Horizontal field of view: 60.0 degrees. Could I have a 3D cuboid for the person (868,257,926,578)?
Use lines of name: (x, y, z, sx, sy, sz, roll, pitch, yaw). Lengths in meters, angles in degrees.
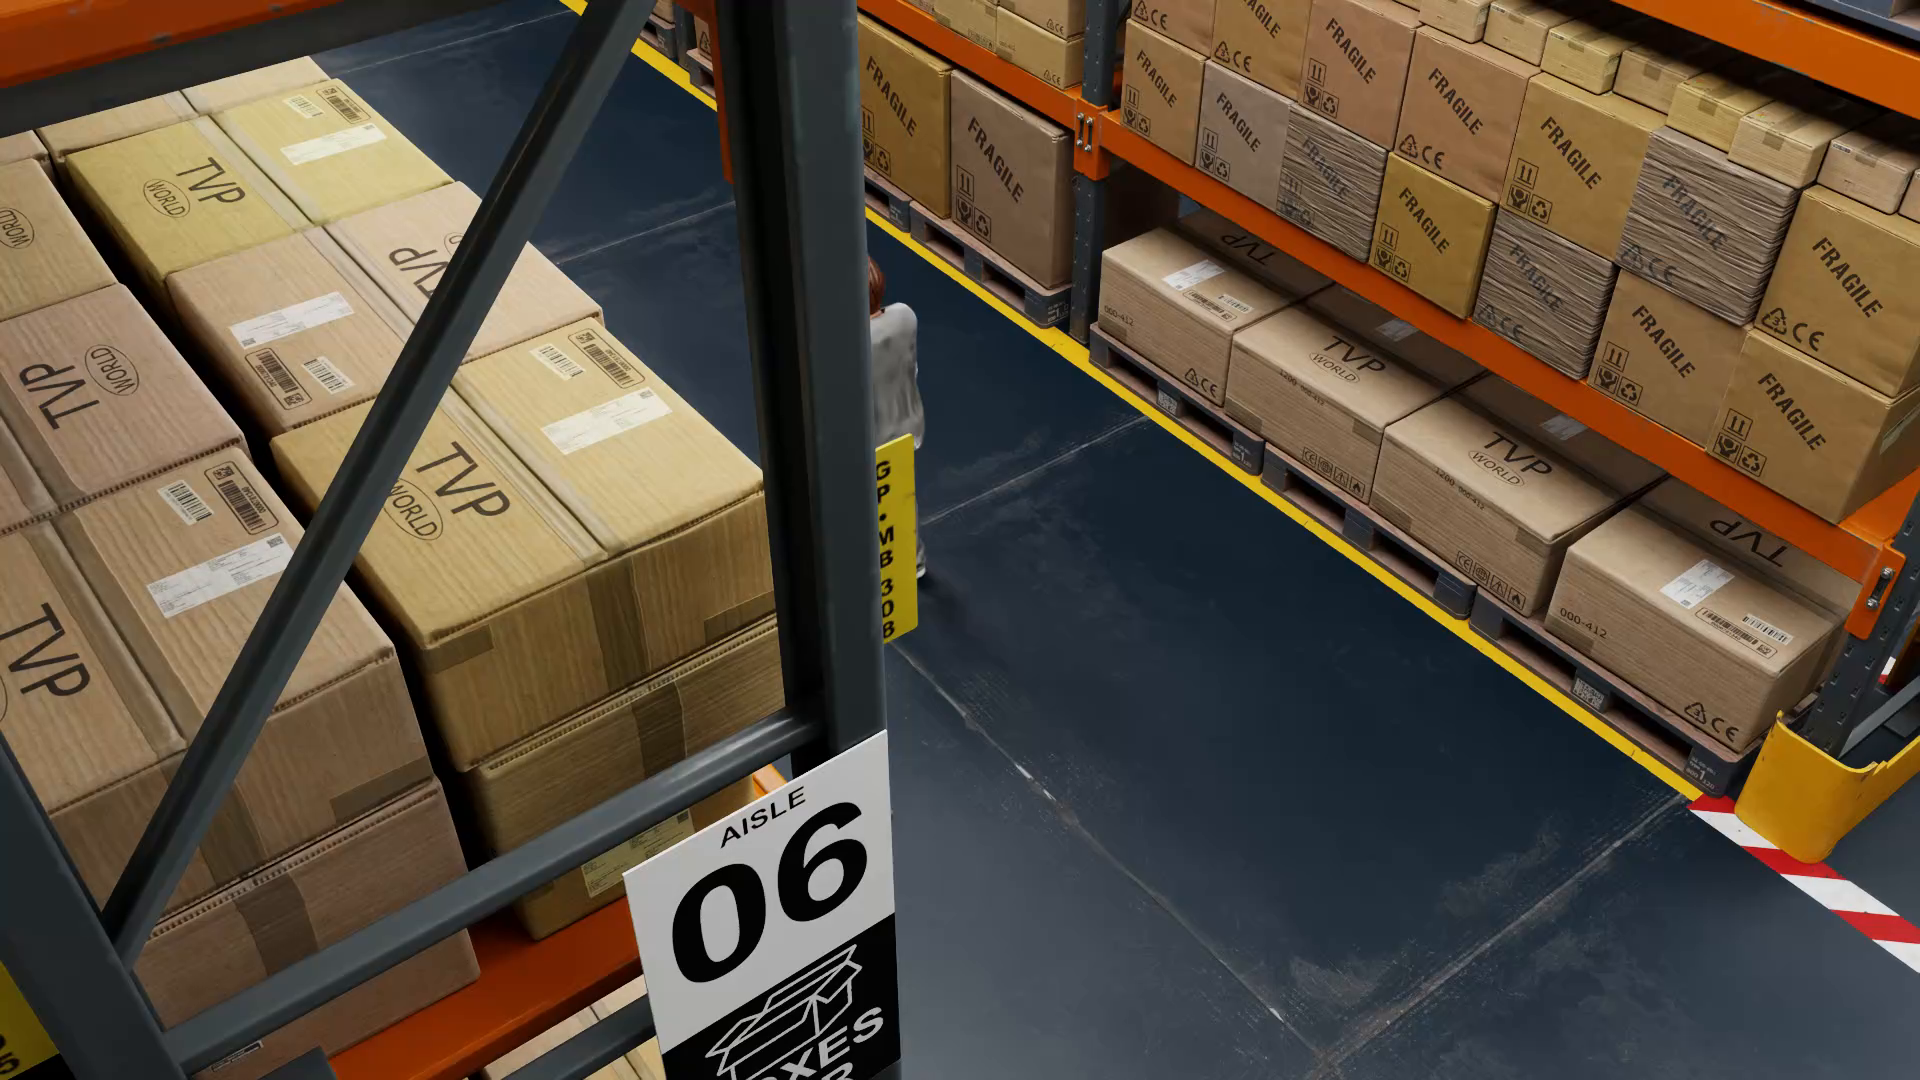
person: (-0.346, -0.419, 6.694, 0.423, 1.550, 0.368, -26, 47, -26)
